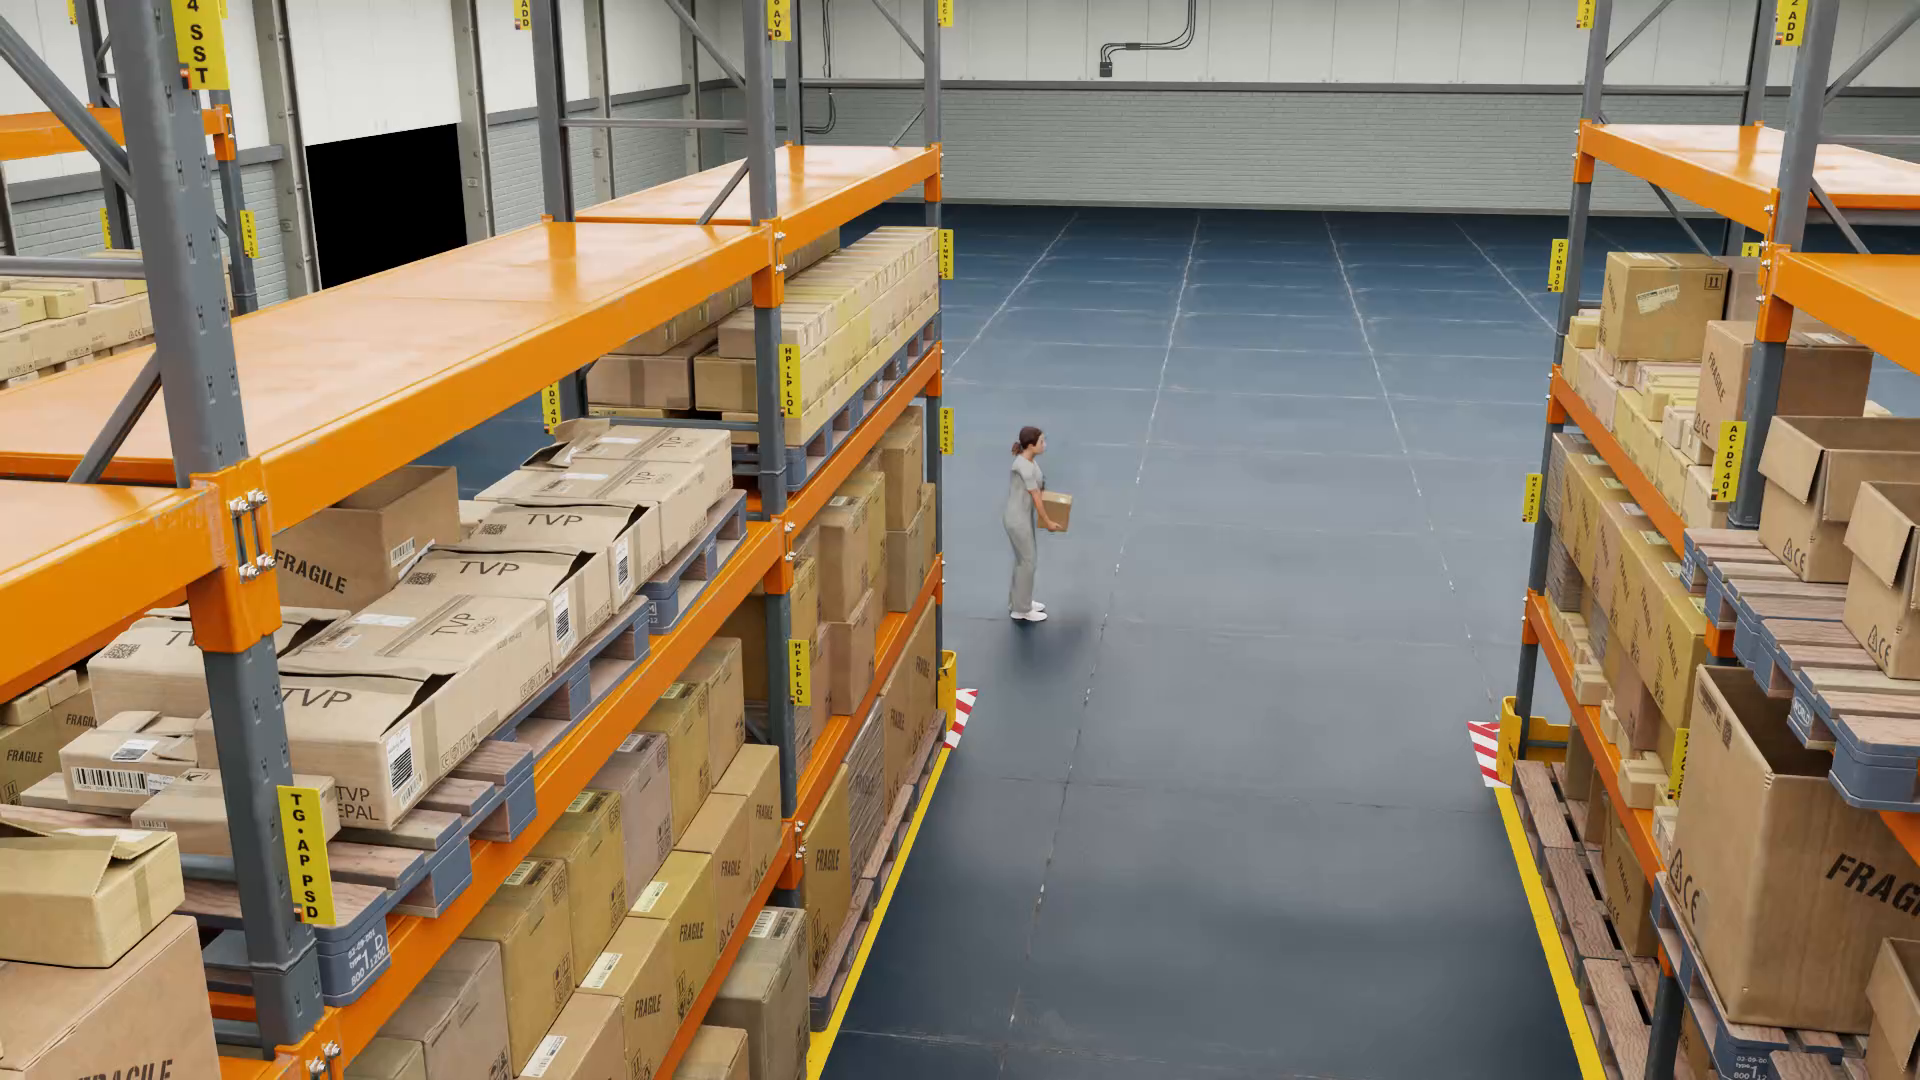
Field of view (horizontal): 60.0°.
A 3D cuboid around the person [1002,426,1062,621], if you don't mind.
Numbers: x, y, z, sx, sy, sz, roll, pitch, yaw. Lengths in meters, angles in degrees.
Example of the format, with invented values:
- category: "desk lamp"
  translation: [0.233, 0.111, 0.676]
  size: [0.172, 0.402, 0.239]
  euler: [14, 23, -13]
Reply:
- category: "person"
  translation: [0.619, -0.151, 13.994]
  size: [0.510, 1.664, 0.410]
  euler: [3, 18, 8]
